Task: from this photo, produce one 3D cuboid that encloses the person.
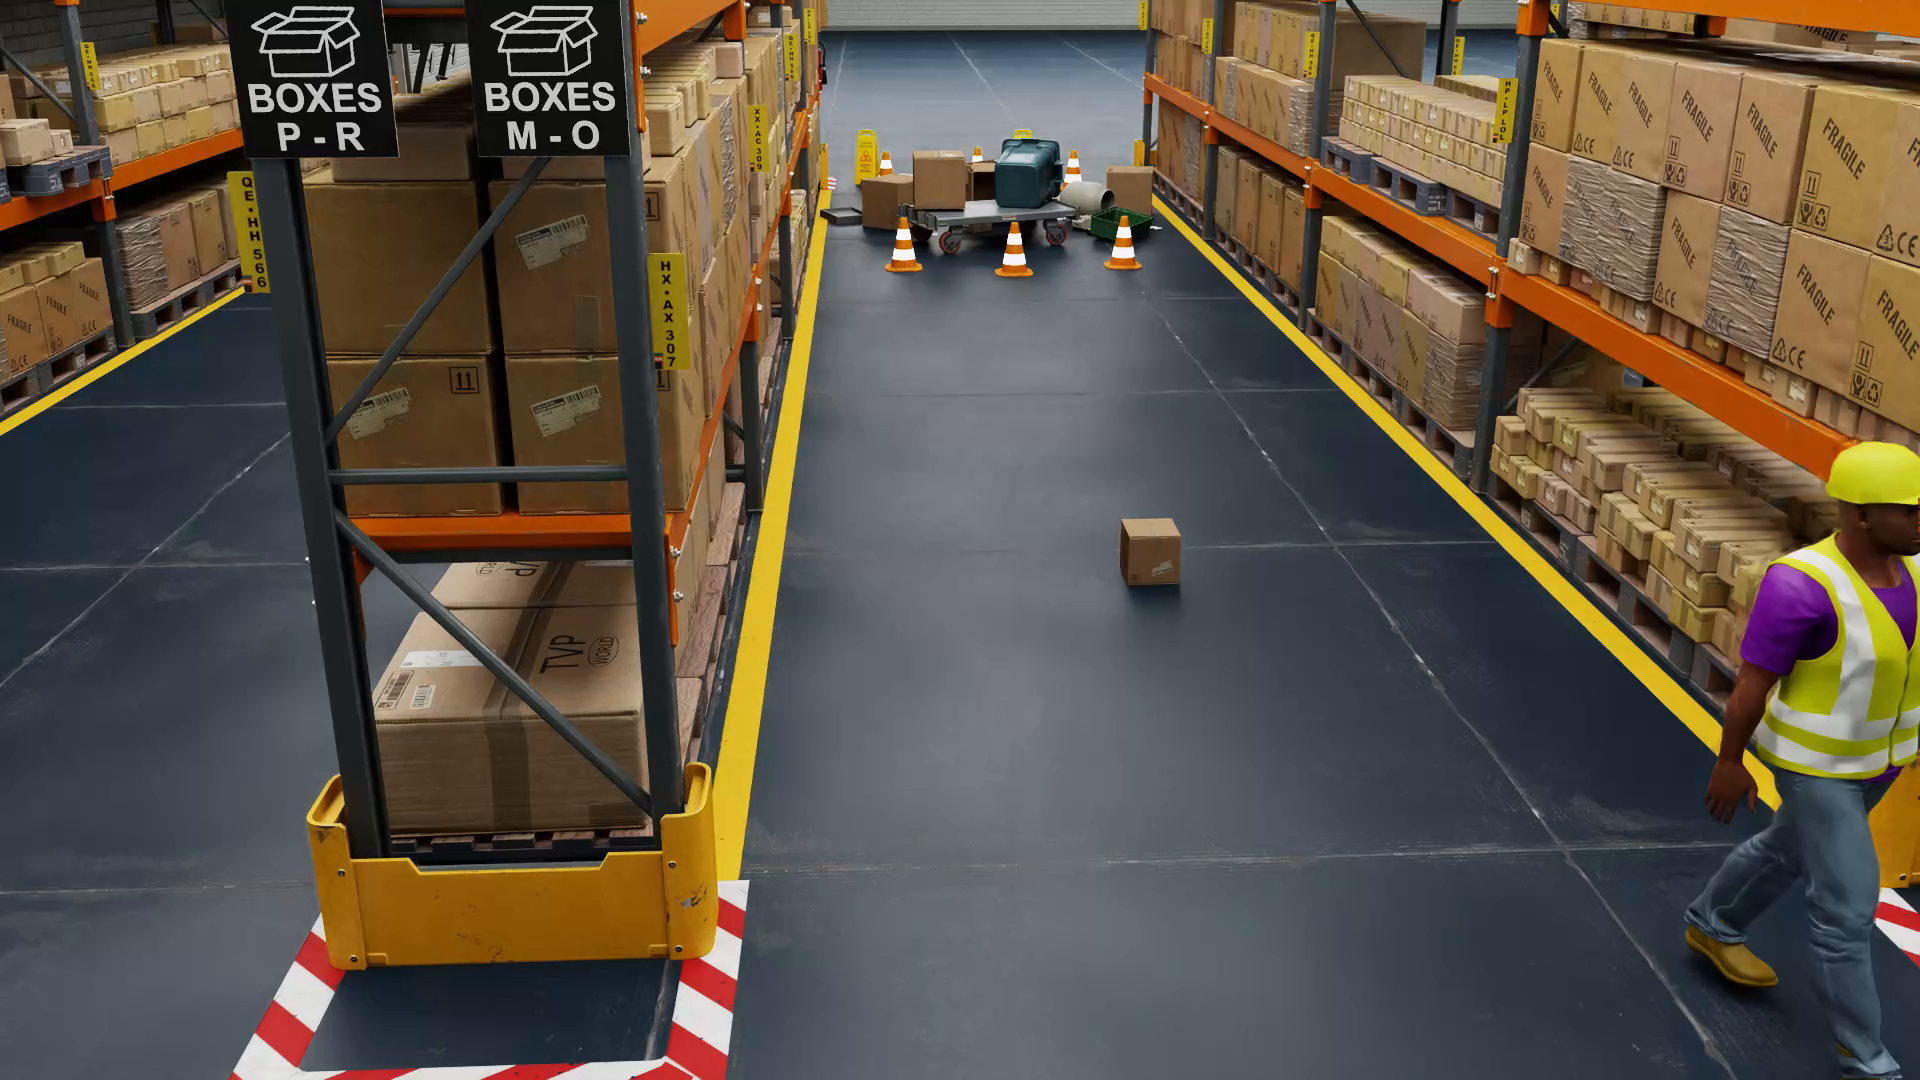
[{"bbox_3d":[2.403,0.593,4.387,0.609,1.711,1.001,-10,23,-26],"label":"person"}]
